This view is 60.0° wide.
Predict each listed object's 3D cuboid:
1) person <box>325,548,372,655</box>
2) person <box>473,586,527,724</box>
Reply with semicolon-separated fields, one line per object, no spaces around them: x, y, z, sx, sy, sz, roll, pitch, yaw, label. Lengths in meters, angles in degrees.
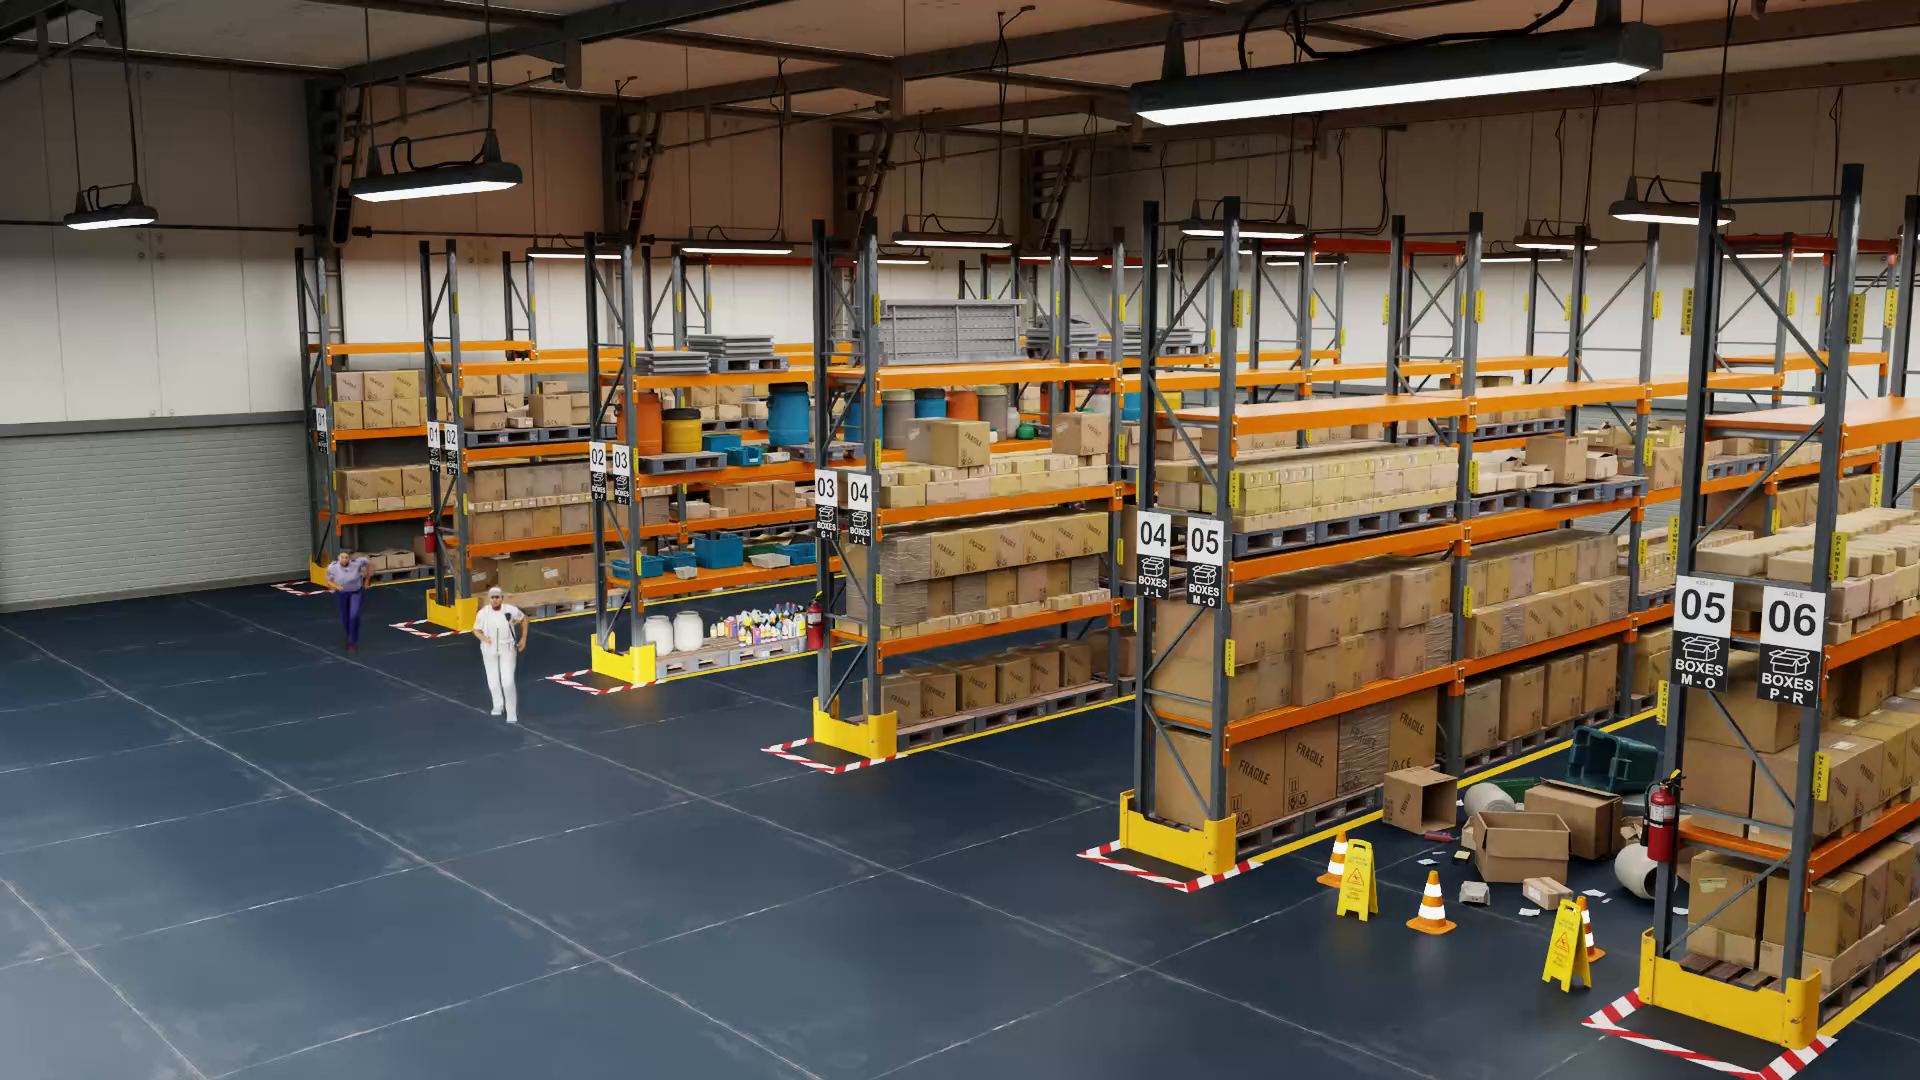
-8.940;0.863;24.372;0.647;1.607;0.954;-3;9;-17;person
-5.596;1.415;20.258;0.615;1.735;0.714;-1;8;-8;person
